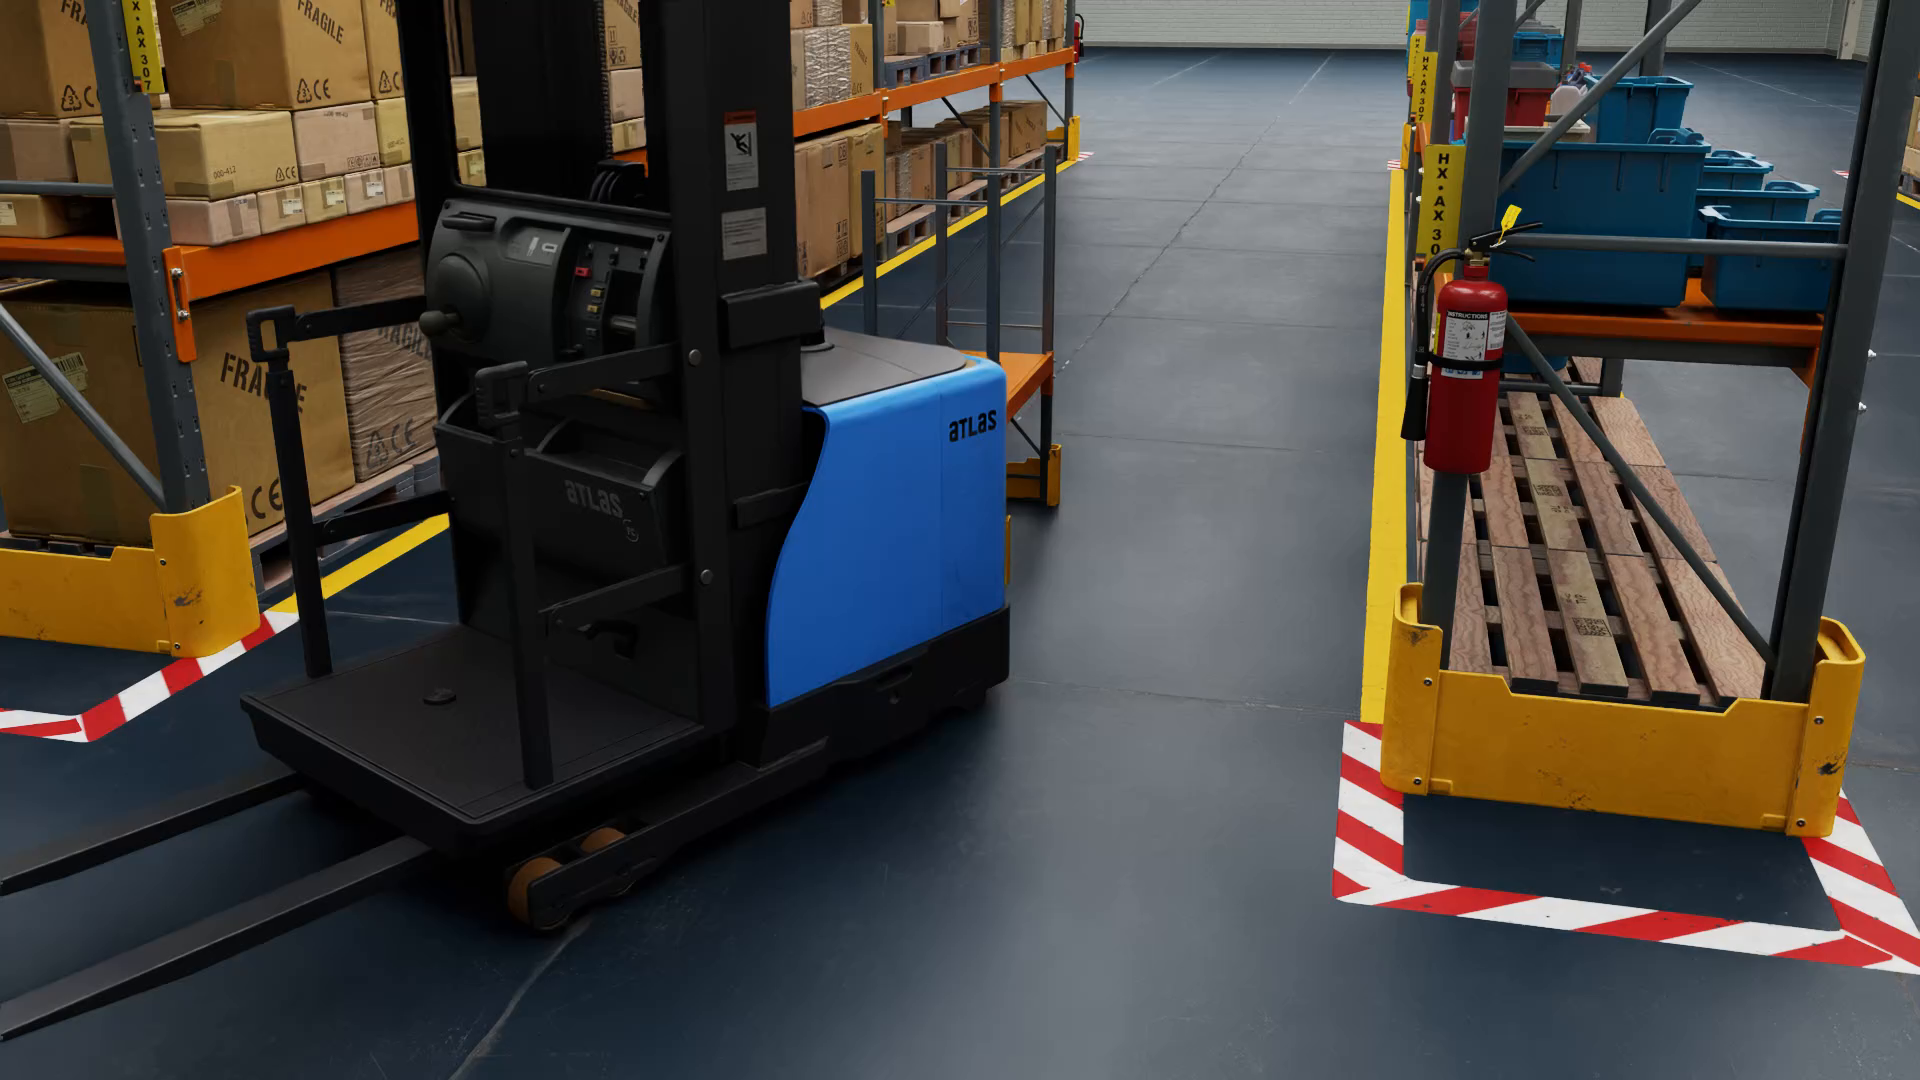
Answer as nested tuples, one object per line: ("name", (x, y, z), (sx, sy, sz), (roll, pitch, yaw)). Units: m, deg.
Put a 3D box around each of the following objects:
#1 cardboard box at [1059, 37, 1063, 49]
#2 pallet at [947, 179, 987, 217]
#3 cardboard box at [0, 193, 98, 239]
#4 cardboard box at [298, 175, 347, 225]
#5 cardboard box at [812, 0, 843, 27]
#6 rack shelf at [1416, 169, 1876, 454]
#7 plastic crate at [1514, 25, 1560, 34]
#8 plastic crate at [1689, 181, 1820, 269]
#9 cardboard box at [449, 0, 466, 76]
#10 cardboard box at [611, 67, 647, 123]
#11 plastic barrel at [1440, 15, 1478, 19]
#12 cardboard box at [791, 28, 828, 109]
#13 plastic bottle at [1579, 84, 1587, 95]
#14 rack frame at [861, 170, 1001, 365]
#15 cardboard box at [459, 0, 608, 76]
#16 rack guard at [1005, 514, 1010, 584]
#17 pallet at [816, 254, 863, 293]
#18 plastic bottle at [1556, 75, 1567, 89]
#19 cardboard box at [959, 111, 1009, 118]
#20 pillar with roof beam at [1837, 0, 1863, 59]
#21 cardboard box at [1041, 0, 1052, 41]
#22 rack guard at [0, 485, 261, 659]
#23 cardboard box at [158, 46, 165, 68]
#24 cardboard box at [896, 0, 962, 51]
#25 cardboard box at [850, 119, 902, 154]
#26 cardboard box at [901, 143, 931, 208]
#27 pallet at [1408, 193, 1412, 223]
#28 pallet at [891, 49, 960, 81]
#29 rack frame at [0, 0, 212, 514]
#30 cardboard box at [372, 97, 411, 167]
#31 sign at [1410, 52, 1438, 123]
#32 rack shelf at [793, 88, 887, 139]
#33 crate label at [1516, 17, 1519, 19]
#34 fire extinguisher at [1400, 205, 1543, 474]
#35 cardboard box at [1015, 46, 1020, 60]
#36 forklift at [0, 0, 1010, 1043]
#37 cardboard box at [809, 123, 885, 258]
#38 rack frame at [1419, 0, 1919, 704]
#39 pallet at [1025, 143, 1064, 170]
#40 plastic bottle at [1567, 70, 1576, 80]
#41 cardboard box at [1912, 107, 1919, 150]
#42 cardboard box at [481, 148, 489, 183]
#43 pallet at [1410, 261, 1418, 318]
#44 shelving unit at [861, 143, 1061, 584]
("cardboard box", (1.013, -5.918, 19.763), (0.380, 0.149, 0.250), (5, 19, 13))
("pallet", (-0.284, -3.325, 16.097), (1.003, 0.211, 1.213), (5, 19, 13))
("cardboard box", (-3.259, -1.147, 5.793), (0.380, 0.149, 0.250), (5, 19, 14))
("cardboard box", (-2.497, -1.255, 6.110), (0.380, 0.149, 0.250), (4, 19, 12))
("cardboard box", (-1.267, -3.930, 11.845), (0.797, 0.503, 0.637), (5, 20, 15))
("rack shelf", (2.264, -1.023, 6.156), (1.077, 0.370, 4.000), (5, 19, 13))
("plastic crate", (4.422, -3.757, 12.947), (0.402, 0.464, 0.583), (5, 19, 13))
("plastic crate", (2.316, -0.944, 4.976), (0.416, 0.233, 0.300), (5, 19, 13))
("cardboard box", (-2.543, -2.523, 8.044), (0.500, 0.500, 0.500), (5, 19, 13))
("cardboard box", (-1.903, -2.292, 8.530), (0.500, 0.250, 0.500), (4, 19, 12))
("plastic barrel", (3.976, -3.914, 13.296), (0.433, 0.535, 0.433), (0, 19, 0))
("cardboard box", (-1.204, -3.190, 11.231), (0.500, 0.500, 0.500), (4, 19, 12))
("plastic bottle", (3.518, -2.410, 9.294), (0.152, 0.276, 0.135), (5, 19, 13))
("rack frame", (-0.103, -0.577, 6.057), (0.500, 1.500, 0.032), (5, 19, 13))
("cardboard box", (-2.029, -2.484, 7.932), (0.500, 0.500, 0.500), (5, 19, 14))
("rack guard", (-0.103, 0.014, 6.260), (0.587, 0.250, 0.087), (5, 19, 13))
("pallet", (-1.338, -2.075, 12.435), (1.003, 0.211, 1.213), (5, 19, 13))
("plastic bottle", (3.581, -2.624, 9.909), (0.061, 0.283, 0.133), (5, 19, 13))
("cardboard box", (0.249, -4.408, 18.170), (0.500, 0.500, 0.500), (3, 19, 9))
("pillar with roof beam", (19.115, -17.264, 43.308), (9.100, 9.000, 0.400), (5, 19, 13))
("cardboard box", (0.551, -5.841, 18.534), (0.875, 0.500, 0.500), (5, 19, 13))
("rack guard", (-3.033, 0.062, 5.731), (1.175, 0.500, 0.348), (5, 19, 13))
("cardboard box", (-5.914, -3.460, 11.917), (0.380, 0.149, 0.250), (4, 19, 11))
("cardboard box", (-0.429, -4.586, 14.664), (0.797, 0.503, 0.637), (7, 20, 19))
("cardboard box", (-0.818, -3.395, 14.013), (0.500, 0.250, 0.500), (7, 20, 20))
("cardboard box", (-0.673, -3.225, 14.677), (0.700, 0.500, 0.500), (6, 20, 18))
("pallet", (4.553, -2.929, 14.937), (1.003, 0.211, 1.213), (5, 19, 13))
("pallet", (-0.629, -4.168, 14.547), (1.003, 0.211, 1.213), (5, 19, 13))
("rack frame", (-3.027, -1.128, 5.349), (1.000, 3.000, 0.127), (5, 19, 13))
("cardboard box", (-2.401, -1.648, 6.642), (0.500, 0.250, 0.500), (4, 19, 12))
("sign", (2.220, -2.166, 7.959), (0.100, 0.325, 0.005), (5, 19, 13))
("rack shelf", (-1.561, -2.668, 10.971), (1.077, 0.370, 4.000), (5, 19, 13))
("crate label", (5.497, -5.170, 17.129), (0.502, 0.435, 0.616), (5, 19, 13))
("fire extinguisher", (1.298, -0.512, 4.244), (0.296, 0.674, 0.183), (5, 19, 13))
("cardboard box", (0.409, -5.051, 17.223), (0.380, 0.149, 0.250), (5, 19, 13))
("forklift", (-1.187, -0.642, 4.031), (1.130, 2.935, 3.031), (16, 24, 38))
("cardboard box", (-1.261, -2.614, 12.338), (1.225, 0.875, 0.875), (4, 19, 11))
("rack frame", (1.776, -0.737, 4.204), (1.000, 3.000, 0.127), (5, 19, 13))
("pallet", (0.631, -4.548, 19.675), (1.003, 0.211, 1.213), (5, 19, 13))
("plastic bottle", (3.895, -2.855, 10.604), (0.097, 0.271, 0.097), (0, 19, 0))
("cardboard box", (9.910, -4.147, 16.631), (0.500, 0.500, 0.500), (5, 19, 13))
("cardboard box", (-2.184, -1.659, 7.292), (0.380, 0.149, 0.250), (5, 19, 14))
("pallet", (3.578, -1.674, 11.263), (1.003, 0.211, 1.213), (5, 19, 13))
("shelving unit", (0.019, -0.734, 6.515), (0.587, 1.500, 1.083), (5, 19, 13))
